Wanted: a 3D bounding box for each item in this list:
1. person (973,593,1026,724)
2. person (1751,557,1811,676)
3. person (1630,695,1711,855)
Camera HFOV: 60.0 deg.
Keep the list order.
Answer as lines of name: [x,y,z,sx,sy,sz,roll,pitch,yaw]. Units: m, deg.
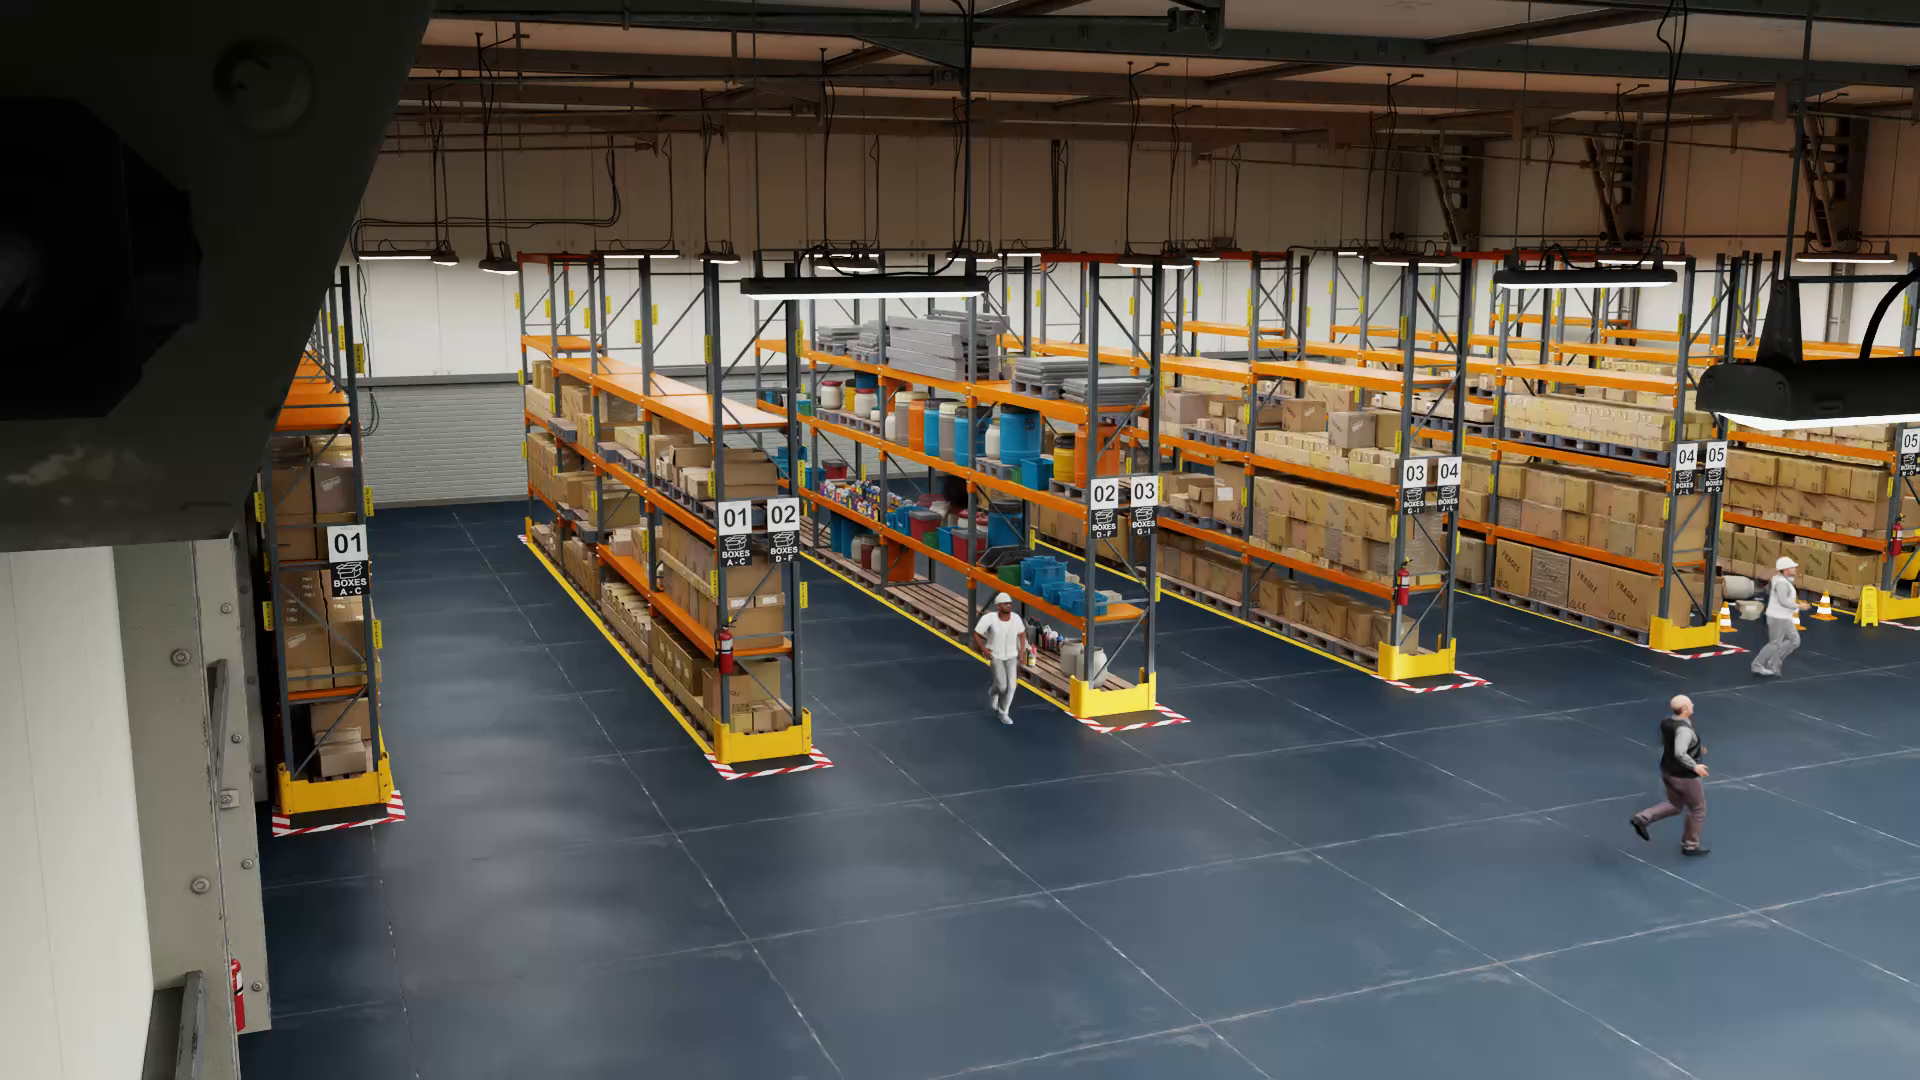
person: [0.553,1.539,21.888,0.734,1.731,0.551,-4,11,-19]
person: [11.900,1.132,24.061,0.707,1.807,0.681,6,12,28]
person: [7.394,2.421,17.137,0.803,1.687,0.668,0,10,-2]
